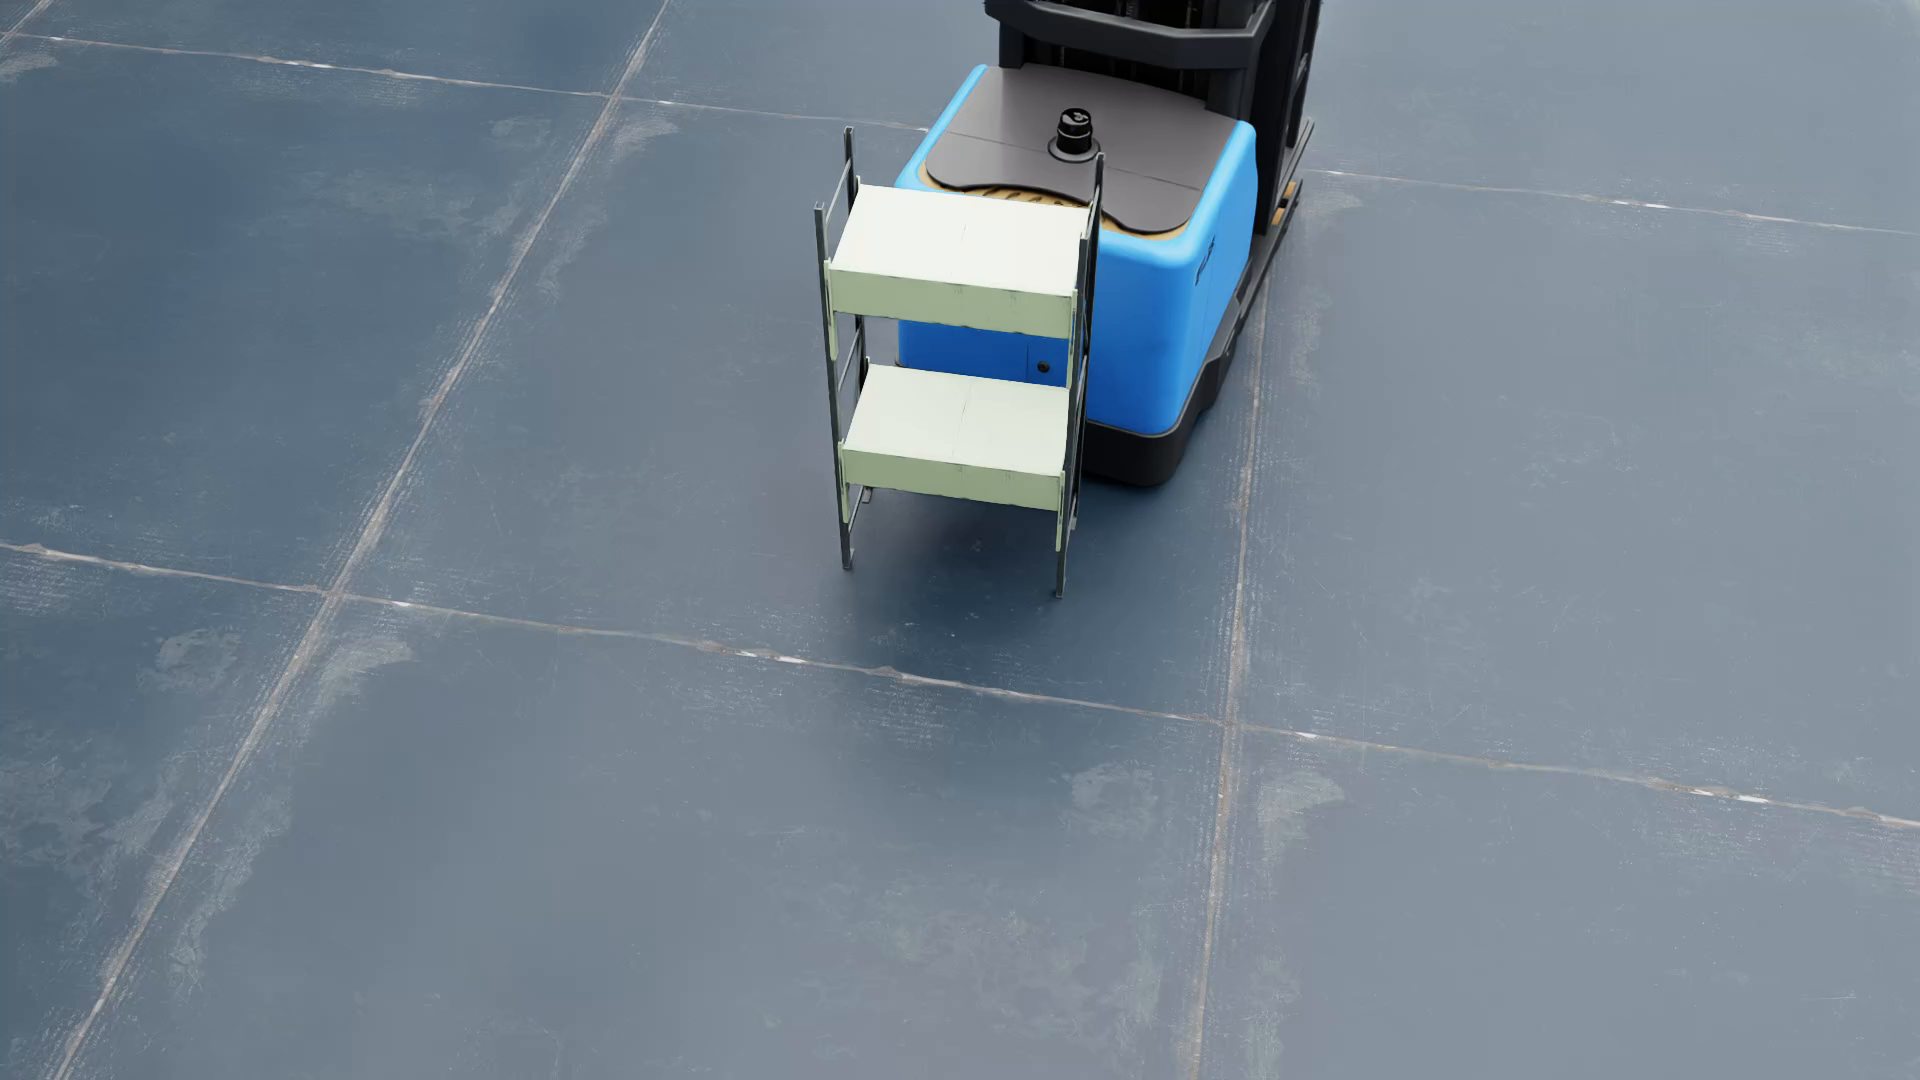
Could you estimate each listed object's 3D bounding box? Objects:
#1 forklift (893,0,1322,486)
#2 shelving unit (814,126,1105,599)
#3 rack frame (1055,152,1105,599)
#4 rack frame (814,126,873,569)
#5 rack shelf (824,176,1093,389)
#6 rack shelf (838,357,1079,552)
[{"bbox_3d":[0.779,-2.287,5.835,1.130,2.935,3.031,16,50,14],"label":"forklift"},{"bbox_3d":[0.007,-0.500,5.191,0.755,1.500,0.431,8,49,7],"label":"shelving unit"},{"bbox_3d":[0.367,-0.452,5.148,0.023,1.500,0.400,8,49,7],"label":"rack frame"},{"bbox_3d":[-0.354,-0.549,5.235,0.023,1.500,0.400,8,49,7],"label":"rack frame"},{"bbox_3d":[0.007,-0.761,4.901,0.720,0.370,0.431,8,49,7],"label":"rack shelf"},{"bbox_3d":[0.007,-0.283,5.434,0.720,0.370,0.431,8,49,7],"label":"rack shelf"}]
